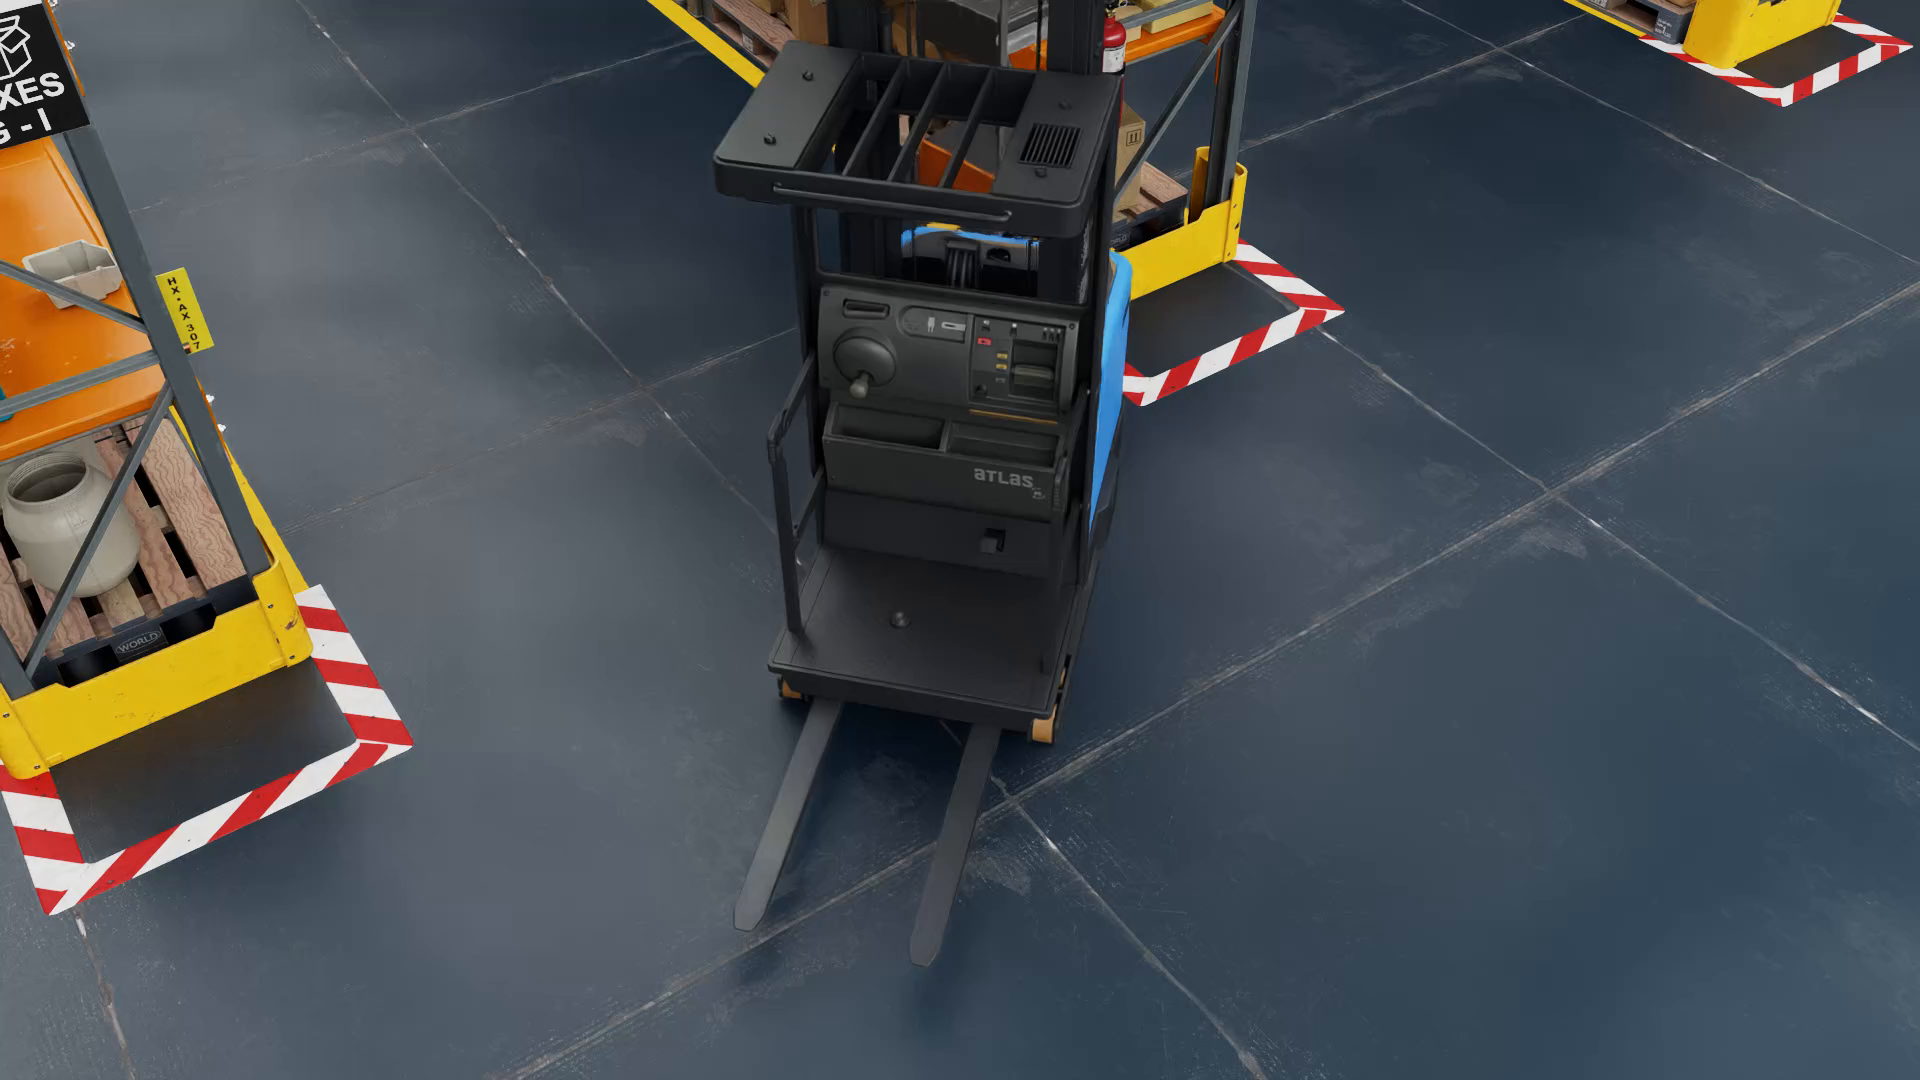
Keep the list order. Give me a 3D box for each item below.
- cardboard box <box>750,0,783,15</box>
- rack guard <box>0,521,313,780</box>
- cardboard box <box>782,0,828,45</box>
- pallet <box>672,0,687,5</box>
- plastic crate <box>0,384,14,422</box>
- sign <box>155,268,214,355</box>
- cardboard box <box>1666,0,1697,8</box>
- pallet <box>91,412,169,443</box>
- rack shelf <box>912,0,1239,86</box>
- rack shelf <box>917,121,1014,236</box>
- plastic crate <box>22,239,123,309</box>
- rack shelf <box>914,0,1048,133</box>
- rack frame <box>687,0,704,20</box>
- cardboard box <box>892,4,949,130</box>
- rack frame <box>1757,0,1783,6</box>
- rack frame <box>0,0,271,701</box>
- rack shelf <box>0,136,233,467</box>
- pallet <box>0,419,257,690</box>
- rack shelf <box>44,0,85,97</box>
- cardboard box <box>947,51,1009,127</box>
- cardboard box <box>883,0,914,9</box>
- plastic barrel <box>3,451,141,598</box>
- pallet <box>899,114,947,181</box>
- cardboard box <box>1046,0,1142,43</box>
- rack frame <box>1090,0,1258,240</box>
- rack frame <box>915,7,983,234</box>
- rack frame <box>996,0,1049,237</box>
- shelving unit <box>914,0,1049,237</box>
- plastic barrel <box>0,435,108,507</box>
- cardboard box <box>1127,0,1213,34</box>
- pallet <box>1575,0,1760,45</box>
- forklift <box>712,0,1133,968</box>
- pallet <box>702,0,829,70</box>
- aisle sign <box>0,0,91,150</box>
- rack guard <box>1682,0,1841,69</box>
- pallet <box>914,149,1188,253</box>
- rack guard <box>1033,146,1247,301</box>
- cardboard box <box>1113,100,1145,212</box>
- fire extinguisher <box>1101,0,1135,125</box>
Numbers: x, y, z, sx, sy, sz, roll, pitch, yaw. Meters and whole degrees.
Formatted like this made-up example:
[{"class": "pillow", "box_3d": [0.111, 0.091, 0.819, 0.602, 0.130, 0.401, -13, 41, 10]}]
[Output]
[{"class": "cardboard box", "box_3d": [-1.134, -3.692, 10.442, 0.500, 0.500, 0.500, -27, 50, -26]}, {"class": "rack guard", "box_3d": [-3.186, 0.415, 6.444, 1.175, 0.500, 0.348, -26, 49, -24]}, {"class": "cardboard box", "box_3d": [-0.800, -3.370, 10.105, 0.500, 0.500, 0.500, -12, 45, -12]}, {"class": "pallet", "box_3d": [-1.777, -4.118, 11.402, 1.003, 0.211, 1.213, -26, 49, -24]}, {"class": "plastic crate", "box_3d": [-3.636, -0.576, 5.779, 0.499, 0.251, 0.616, -26, 49, -24]}, {"class": "sign", "box_3d": [-2.650, -0.779, 5.684, 0.100, 0.325, 0.005, -26, 49, -24]}, {"class": "cardboard box", "box_3d": [4.642, -4.064, 10.561, 0.875, 0.875, 0.875, -25, 49, -24]}, {"class": "pallet", "box_3d": [-4.340, -0.633, 7.751, 1.003, 0.211, 1.213, -26, 49, -24]}, {"class": "rack shelf", "box_3d": [-0.186, -3.293, 9.039, 1.077, 0.370, 4.000, -26, 49, -24]}, {"class": "rack shelf", "box_3d": [0.132, -1.562, 7.368, 0.431, 0.518, 0.480, -33, 52, -31]}, {"class": "plastic crate", "box_3d": [-3.352, -1.003, 6.310, 0.298, 0.136, 0.250, -26, 49, -24]}, {"class": "rack shelf", "box_3d": [0.133, -2.076, 6.893, 0.431, 0.518, 0.480, -33, 52, -31]}, {"class": "rack frame", "box_3d": [-1.330, -4.686, 9.978, 1.000, 3.000, 0.127, -26, 49, -24]}, {"class": "cardboard box", "box_3d": [-0.098, -2.716, 9.420, 0.500, 0.500, 0.500, -21, 48, -21]}, {"class": "rack frame", "box_3d": [5.084, -4.323, 9.597, 1.000, 3.000, 0.127, -26, 49, -24]}, {"class": "rack frame", "box_3d": [-3.104, -0.464, 5.555, 1.000, 3.000, 0.127, -26, 49, -24]}, {"class": "rack shelf", "box_3d": [-4.248, -1.337, 6.990, 1.077, 0.370, 4.000, -26, 49, -24]}, {"class": "pallet", "box_3d": [-3.647, 0.058, 7.028, 1.003, 0.211, 1.213, -26, 49, -24]}, {"class": "rack shelf", "box_3d": [-4.248, -2.422, 5.954, 1.077, 0.370, 4.000, -26, 49, -24]}, {"class": "cardboard box", "box_3d": [0.245, -2.354, 9.041, 0.500, 0.500, 0.500, -14, 45, -14]}, {"class": "cardboard box", "box_3d": [-0.381, -3.050, 9.769, 0.500, 0.500, 0.500, -30, 51, -28]}, {"class": "plastic barrel", "box_3d": [-3.543, -0.059, 6.628, 0.421, 0.512, 0.421, 0, 44, 0]}, {"class": "pallet", "box_3d": [-0.215, -2.620, 9.832, 1.003, 0.211, 1.213, -26, 49, -24]}, {"class": "cardboard box", "box_3d": [0.626, -2.410, 7.775, 0.380, 0.149, 0.250, -26, 49, -24]}, {"class": "rack frame", "box_3d": [0.958, -2.421, 7.605, 1.000, 3.000, 0.127, -26, 49, -24]}, {"class": "rack frame", "box_3d": [-0.037, -1.691, 7.487, 0.400, 2.100, 0.015, -33, 52, -31]}, {"class": "rack frame", "box_3d": [0.302, -1.453, 7.229, 0.400, 2.100, 0.015, -33, 52, -31]}, {"class": "shelving unit", "box_3d": [0.132, -1.572, 7.358, 0.431, 2.100, 0.503, -33, 52, -31]}, {"class": "plastic barrel", "box_3d": [-3.830, -0.343, 6.925, 0.421, 0.512, 0.421, 0, 44, 0]}, {"class": "cardboard box", "box_3d": [0.991, -2.586, 7.959, 0.380, 0.149, 0.250, -26, 49, -24]}, {"class": "pallet", "box_3d": [4.563, -3.736, 11.002, 1.003, 0.211, 1.213, -26, 49, -24]}, {"class": "forklift", "box_3d": [-0.093, -0.569, 5.714, 1.130, 2.935, 3.031, 9, 44, 9]}, {"class": "pallet", "box_3d": [-0.917, -3.311, 10.557, 1.003, 0.211, 1.213, -26, 49, -24]}, {"class": "aisle sign", "box_3d": [-2.823, -1.480, 4.736, 0.394, 0.787, 0.004, -26, 49, -24]}, {"class": "rack guard", "box_3d": [5.098, -3.405, 10.446, 1.175, 0.500, 0.348, -26, 49, -24]}, {"class": "pallet", "box_3d": [0.479, -1.929, 9.109, 1.003, 0.211, 1.213, -26, 49, -24]}, {"class": "rack guard", "box_3d": [0.915, -1.560, 8.513, 1.175, 0.500, 0.348, -26, 49, -24]}, {"class": "cardboard box", "box_3d": [0.615, -2.029, 8.700, 0.500, 0.500, 0.500, -17, 46, -17]}, {"class": "fire extinguisher", "box_3d": [0.646, -2.146, 7.373, 0.296, 0.674, 0.183, -26, 49, -24]}]
